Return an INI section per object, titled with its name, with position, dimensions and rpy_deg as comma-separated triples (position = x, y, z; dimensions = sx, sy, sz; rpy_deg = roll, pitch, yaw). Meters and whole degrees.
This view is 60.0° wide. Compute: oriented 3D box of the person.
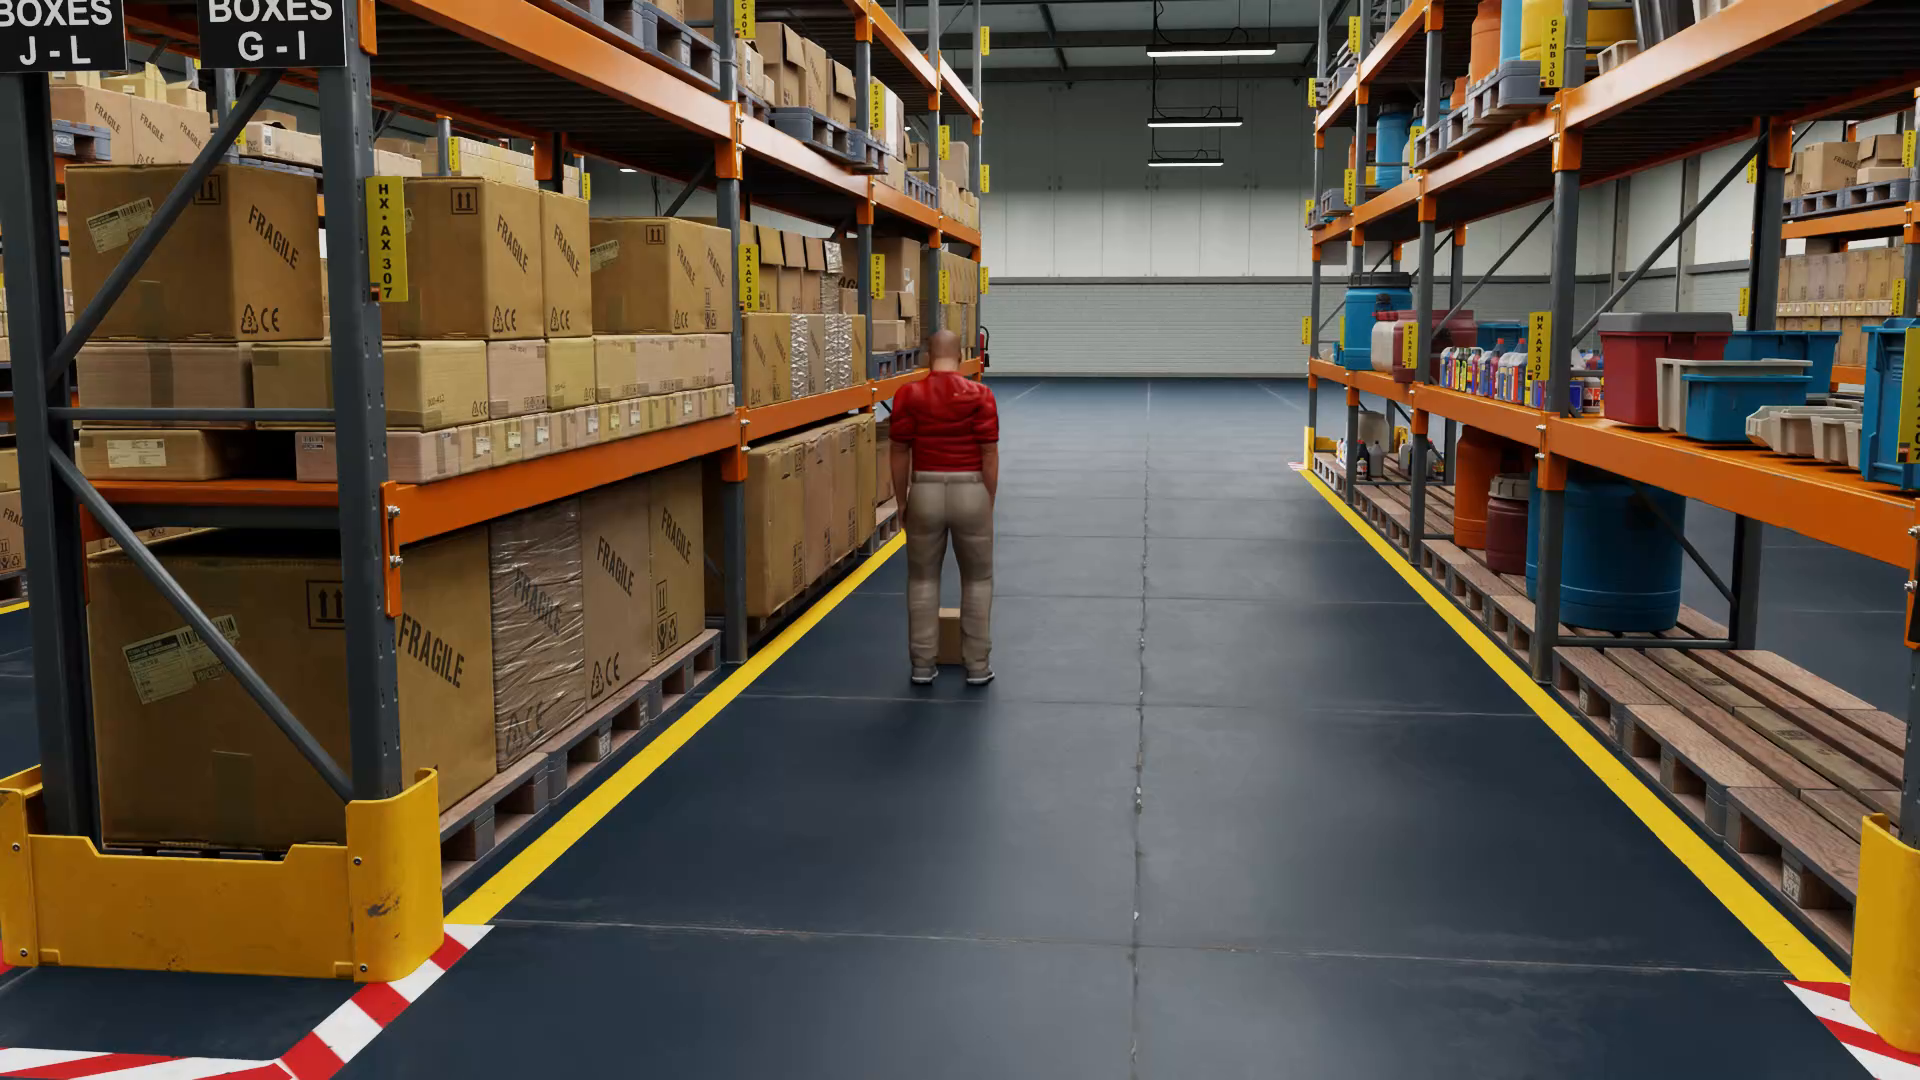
[person]
position = -0.073, -0.149, 8.097
dimensions = 0.536, 1.709, 0.369
rpy_deg = 1, 8, 7
